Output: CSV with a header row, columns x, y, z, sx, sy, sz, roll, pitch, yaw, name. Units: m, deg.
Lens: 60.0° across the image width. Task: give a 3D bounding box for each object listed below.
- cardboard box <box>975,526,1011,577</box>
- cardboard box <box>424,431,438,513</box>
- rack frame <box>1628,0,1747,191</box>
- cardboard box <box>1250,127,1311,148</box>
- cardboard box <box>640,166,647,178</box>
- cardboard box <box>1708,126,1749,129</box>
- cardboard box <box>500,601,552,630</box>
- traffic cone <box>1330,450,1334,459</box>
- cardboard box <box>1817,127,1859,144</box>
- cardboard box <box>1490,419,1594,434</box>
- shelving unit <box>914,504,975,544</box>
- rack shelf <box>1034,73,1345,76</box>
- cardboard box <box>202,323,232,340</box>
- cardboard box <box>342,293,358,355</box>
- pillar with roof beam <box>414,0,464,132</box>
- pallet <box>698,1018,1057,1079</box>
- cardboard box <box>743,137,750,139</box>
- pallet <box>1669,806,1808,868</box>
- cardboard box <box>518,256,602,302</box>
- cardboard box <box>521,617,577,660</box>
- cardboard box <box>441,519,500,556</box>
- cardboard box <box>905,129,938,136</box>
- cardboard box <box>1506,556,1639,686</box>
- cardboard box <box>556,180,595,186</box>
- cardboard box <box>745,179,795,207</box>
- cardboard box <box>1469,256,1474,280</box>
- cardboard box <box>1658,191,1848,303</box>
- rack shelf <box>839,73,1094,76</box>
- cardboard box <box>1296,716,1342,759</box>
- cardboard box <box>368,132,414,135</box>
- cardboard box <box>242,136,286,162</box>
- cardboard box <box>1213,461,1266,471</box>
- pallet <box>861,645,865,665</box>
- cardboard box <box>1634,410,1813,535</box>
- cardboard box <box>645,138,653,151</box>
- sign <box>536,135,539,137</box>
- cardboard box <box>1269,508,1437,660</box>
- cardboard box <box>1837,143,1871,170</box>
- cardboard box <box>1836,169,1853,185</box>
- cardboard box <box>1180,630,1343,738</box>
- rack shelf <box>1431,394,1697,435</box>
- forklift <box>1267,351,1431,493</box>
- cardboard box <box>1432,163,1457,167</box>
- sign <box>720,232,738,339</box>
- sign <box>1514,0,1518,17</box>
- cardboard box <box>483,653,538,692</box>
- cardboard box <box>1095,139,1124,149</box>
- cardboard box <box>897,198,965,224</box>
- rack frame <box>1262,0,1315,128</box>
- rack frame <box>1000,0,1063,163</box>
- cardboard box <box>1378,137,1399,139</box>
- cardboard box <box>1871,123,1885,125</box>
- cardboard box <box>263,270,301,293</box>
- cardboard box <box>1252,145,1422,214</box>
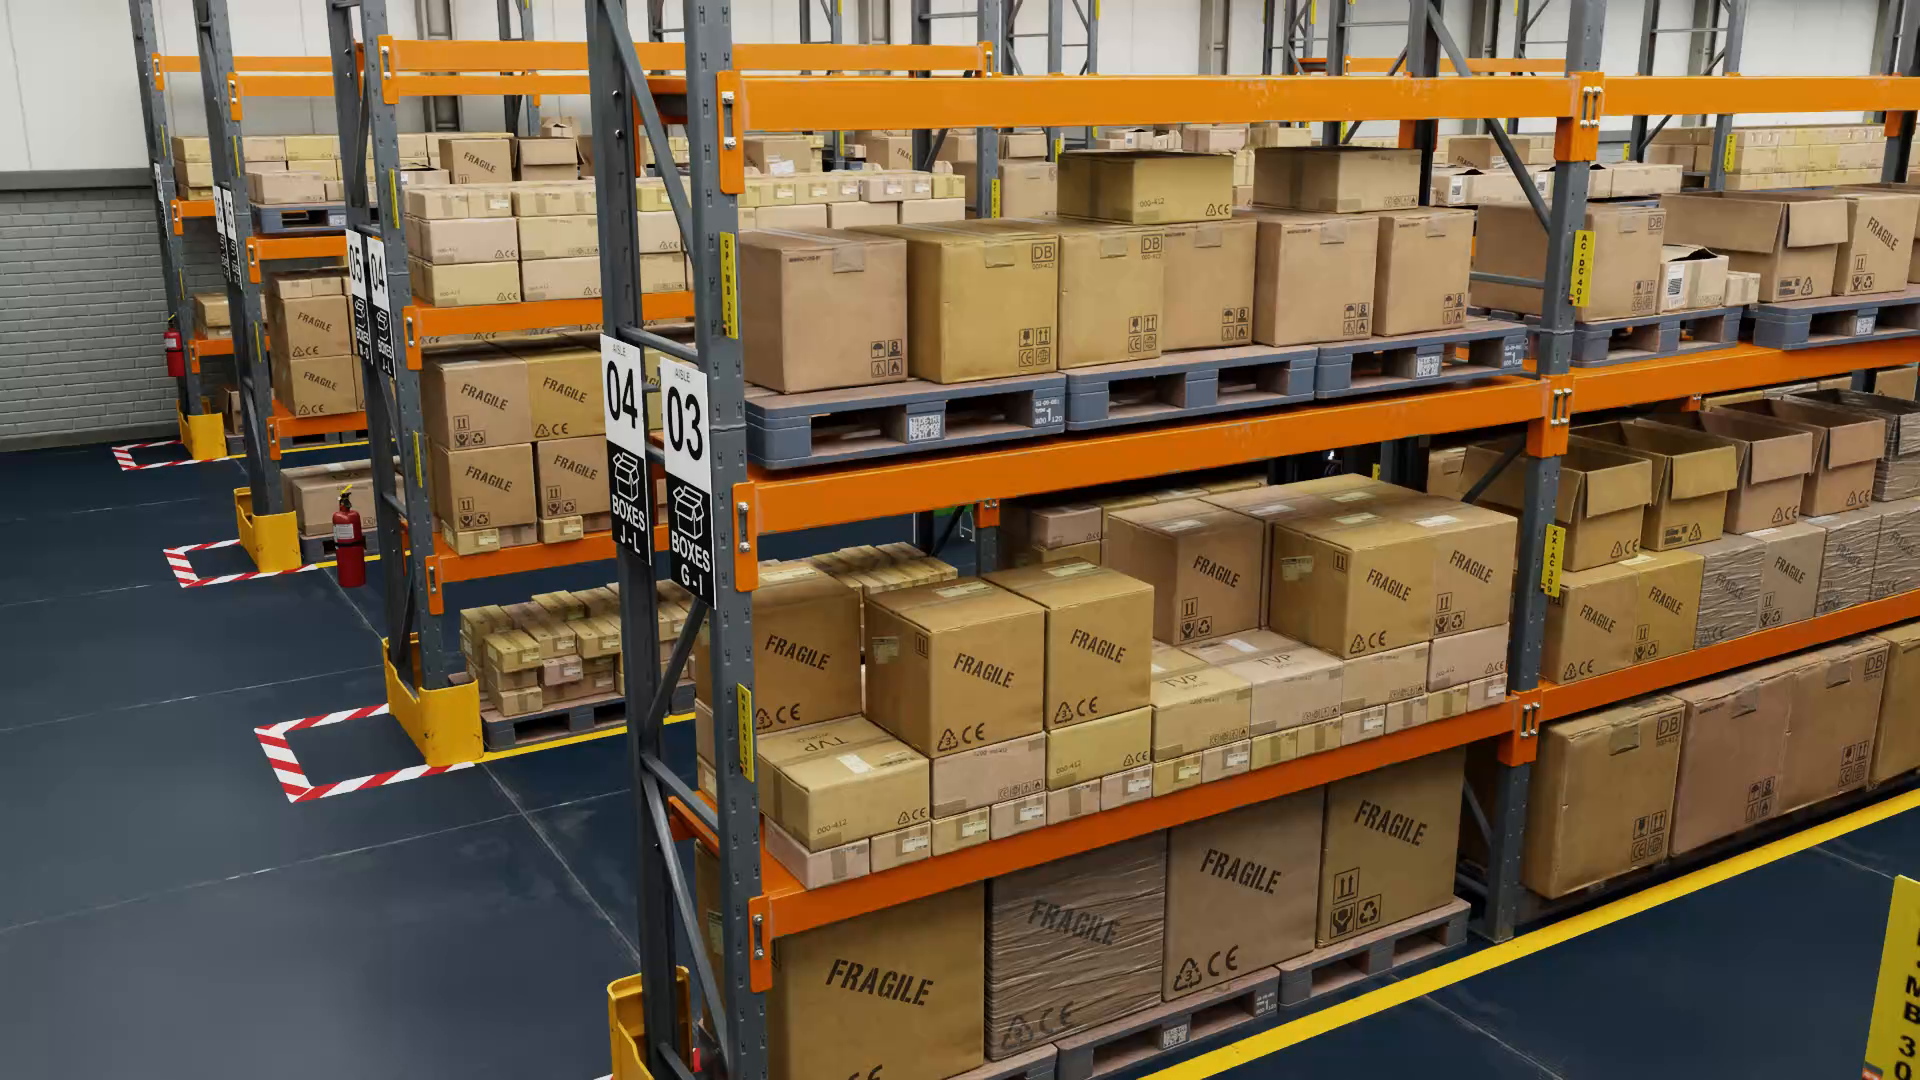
x,y,z,sx,sy,sz,roll,pitch,yaw,name
0.460,0.100,13.189,0.500,0.500,0.500,-10,18,-31,cardboard box
-3.220,-0.498,10.731,0.500,0.500,0.500,-9,18,-29,cardboard box
6.813,-4.741,15.491,0.127,3.000,1.000,-9,18,-30,rack frame
3.746,-4.688,19.435,0.500,0.250,0.500,-9,18,-28,cardboard box
-3.063,-3.339,15.331,0.258,0.266,0.396,-9,18,-28,cardboard box
7.609,-4.039,16.569,0.250,0.149,0.380,-9,18,-29,cardboard box
-2.905,0.546,11.146,0.250,0.149,0.380,-9,18,-29,cardboard box
4.102,-0.994,17.939,0.334,0.463,0.336,-9,18,-30,traffic cone
8.604,-3.993,16.406,0.250,0.149,0.380,-9,18,-30,cardboard box
5.499,-0.731,15.690,0.750,0.750,1.050,-9,18,-30,cardboard box
-0.142,-0.555,15.006,0.503,1.200,0.258,-9,18,-30,shelving unit
2.463,-5.055,18.686,4.000,0.370,1.077,-9,18,-30,rack shelf
-8.245,-2.325,18.451,0.250,0.149,0.380,-9,18,-30,cardboard box
-5.111,-1.919,14.502,0.500,0.500,0.500,-10,18,-31,cardboard box
-4.084,-5.024,16.500,0.400,9.000,9.100,-9,18,-30,pillar with roof beam
-0.360,2.191,7.043,1.213,0.211,1.003,-9,18,-30,pallet
-2.850,-5.022,21.038,0.250,0.149,0.380,-10,18,-31,cardboard box
4.093,1.469,9.620,1.213,0.211,1.003,-9,18,-30,pallet
-2.503,-1.632,10.234,0.500,0.250,0.500,-9,18,-28,cardboard box
-2.674,0.639,10.813,0.250,0.149,0.380,-9,18,-29,cardboard box
-3.026,-0.032,10.274,0.250,0.149,0.380,-9,18,-30,cardboard box
-0.683,-5.456,22.450,0.500,0.500,0.700,-10,18,-31,cardboard box
2.947,0.367,8.198,0.500,0.500,0.500,-9,18,-30,cardboard box
-2.439,-2.234,10.717,0.250,0.149,0.380,-10,18,-31,cardboard box
-1.267,-2.253,10.784,0.250,0.149,0.380,-9,18,-30,cardboard box
6.421,-3.454,21.280,0.500,0.500,0.500,-9,18,-30,cardboard box
4.112,-1.542,8.667,0.637,0.503,0.797,-9,18,-30,cardboard box
-0.096,-6.203,22.781,4.000,0.370,1.077,-9,18,-30,rack shelf
1.449,0.804,7.291,0.250,0.149,0.380,-9,18,-29,cardboard box
-6.682,-4.626,19.439,0.500,0.250,0.500,-9,18,-30,cardboard box
-7.713,-4.289,18.238,0.500,0.250,0.500,-9,18,-30,cardboard box
2.234,-0.546,14.103,0.500,0.250,0.500,-9,18,-30,cardboard box
-0.602,0.704,12.347,1.213,0.211,1.003,-9,18,-30,pallet
4.086,-0.383,9.016,0.637,0.503,0.797,-9,18,-28,cardboard box
-3.930,-4.846,20.375,0.250,0.149,0.380,-9,18,-29,cardboard box
-4.954,-4.588,19.545,0.005,0.325,0.100,-9,18,-30,sign
1.736,0.184,7.375,0.500,0.500,0.500,-9,18,-29,cardboard box
8.674,-3.832,16.571,0.500,0.250,0.500,-9,18,-29,cardboard box
8.604,-3.609,16.514,0.250,0.149,0.380,-9,18,-29,cardboard box
1.301,0.616,7.222,0.500,0.250,0.500,-9,18,-29,cardboard box
5.099,-1.228,15.406,4.000,0.370,1.077,-9,18,-30,rack shelf
2.858,-0.351,11.073,3.031,2.935,1.130,-9,18,-28,forklift
4.126,-3.163,14.620,0.500,0.311,0.500,-9,18,-30,cardboard box
-0.724,-0.797,5.211,0.005,0.325,0.100,-9,18,-30,sign
7.327,-7.042,21.821,0.005,0.325,0.100,-9,18,-30,sign
-2.892,0.830,10.686,0.250,0.149,0.380,-8,18,-27,cardboard box
2.159,-5.697,23.962,0.250,0.149,0.380,-9,18,-29,cardboard box
-0.309,-2.230,11.443,0.500,0.250,0.500,-10,19,-32,cardboard box
5.047,-7.576,25.605,0.127,3.000,1.000,-9,18,-30,rack frame
0.749,-5.316,17.543,0.127,3.000,1.000,-9,18,-30,rack frame
5.414,-4.981,20.894,0.250,0.149,0.380,-9,18,-29,cardboard box
9.792,-4.393,17.832,0.250,0.149,0.380,-9,18,-29,cardboard box
-5.904,-2.254,14.493,0.250,0.149,0.380,-9,18,-29,cardboard box
1.614,-1.553,7.139,0.500,0.250,0.500,-11,19,-33,cardboard box
